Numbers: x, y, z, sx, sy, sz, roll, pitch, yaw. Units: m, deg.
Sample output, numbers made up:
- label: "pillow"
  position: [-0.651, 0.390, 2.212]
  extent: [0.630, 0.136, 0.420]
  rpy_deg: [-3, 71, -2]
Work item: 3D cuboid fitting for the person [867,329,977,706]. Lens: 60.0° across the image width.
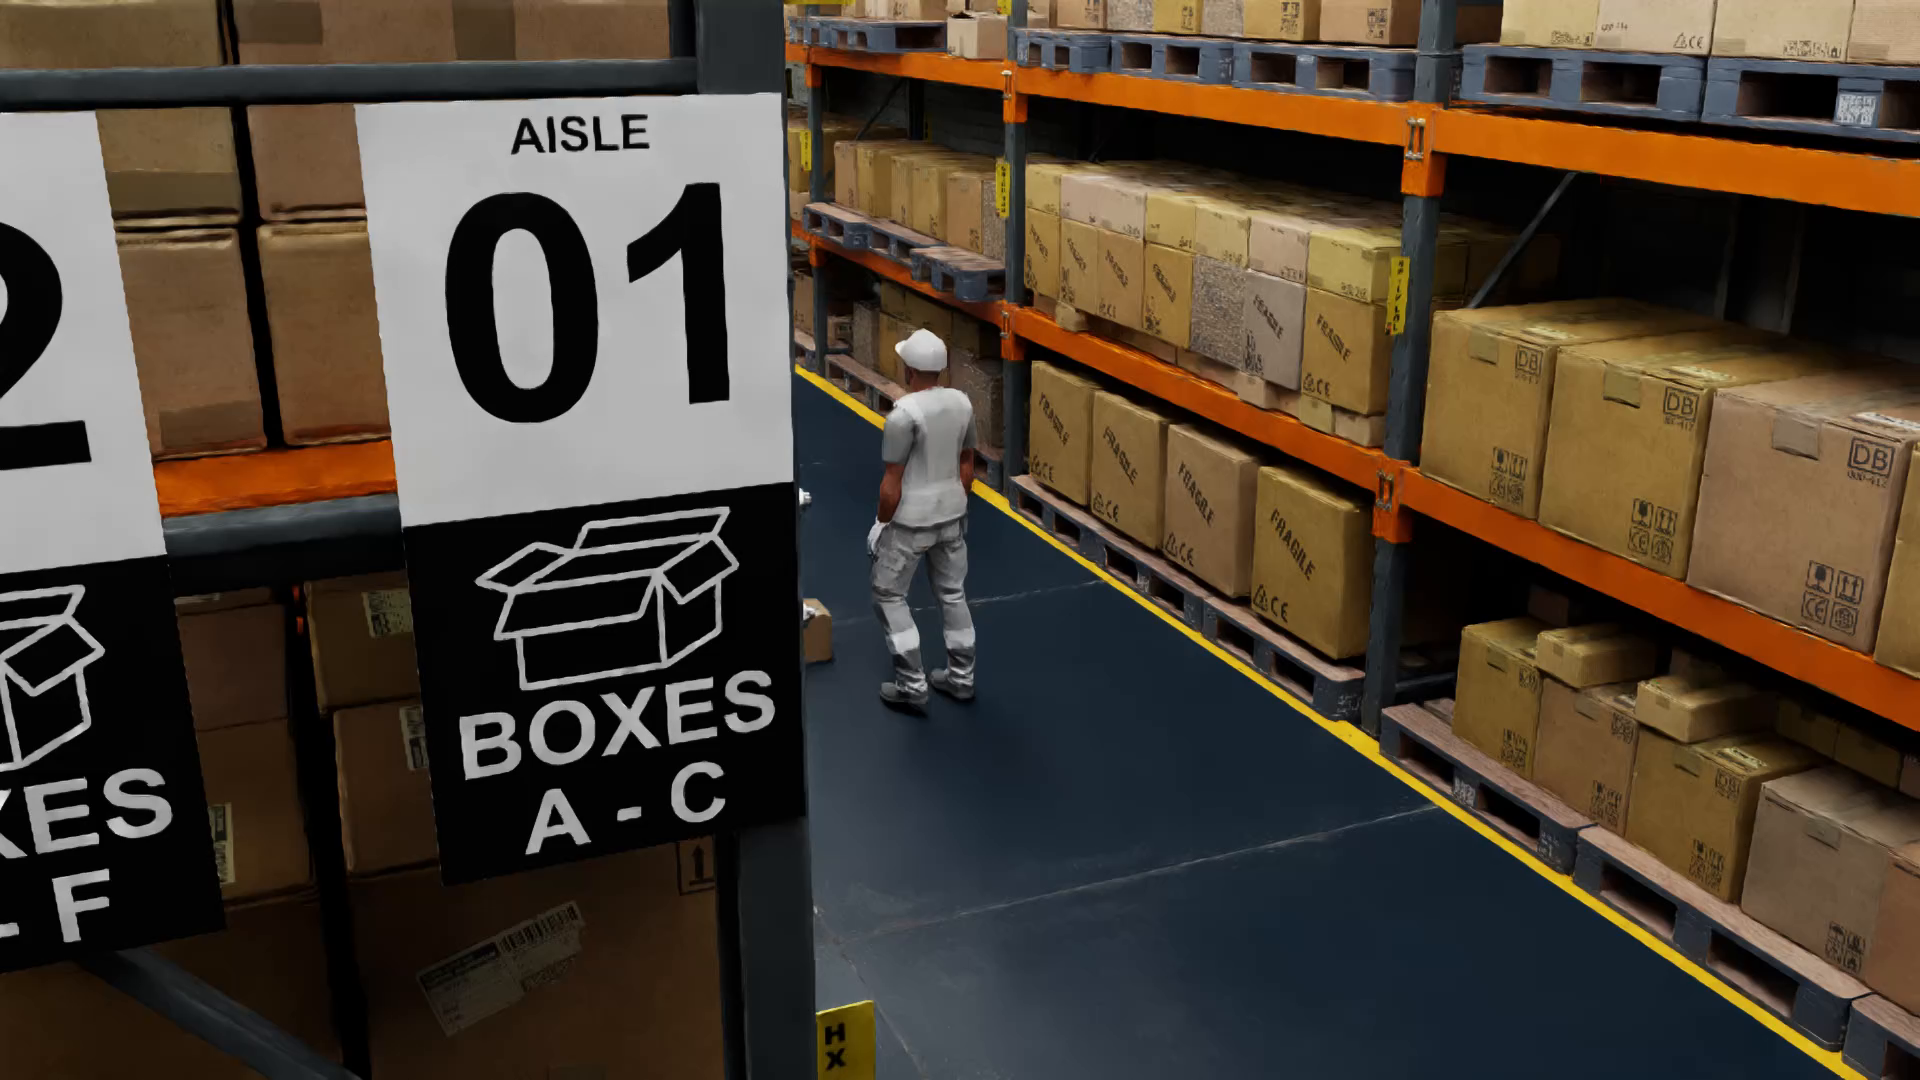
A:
- label: "person"
  position: [-0.168, -0.093, 7.735]
  extent: [0.601, 1.789, 0.360]
  rpy_deg: [-17, 25, -41]
